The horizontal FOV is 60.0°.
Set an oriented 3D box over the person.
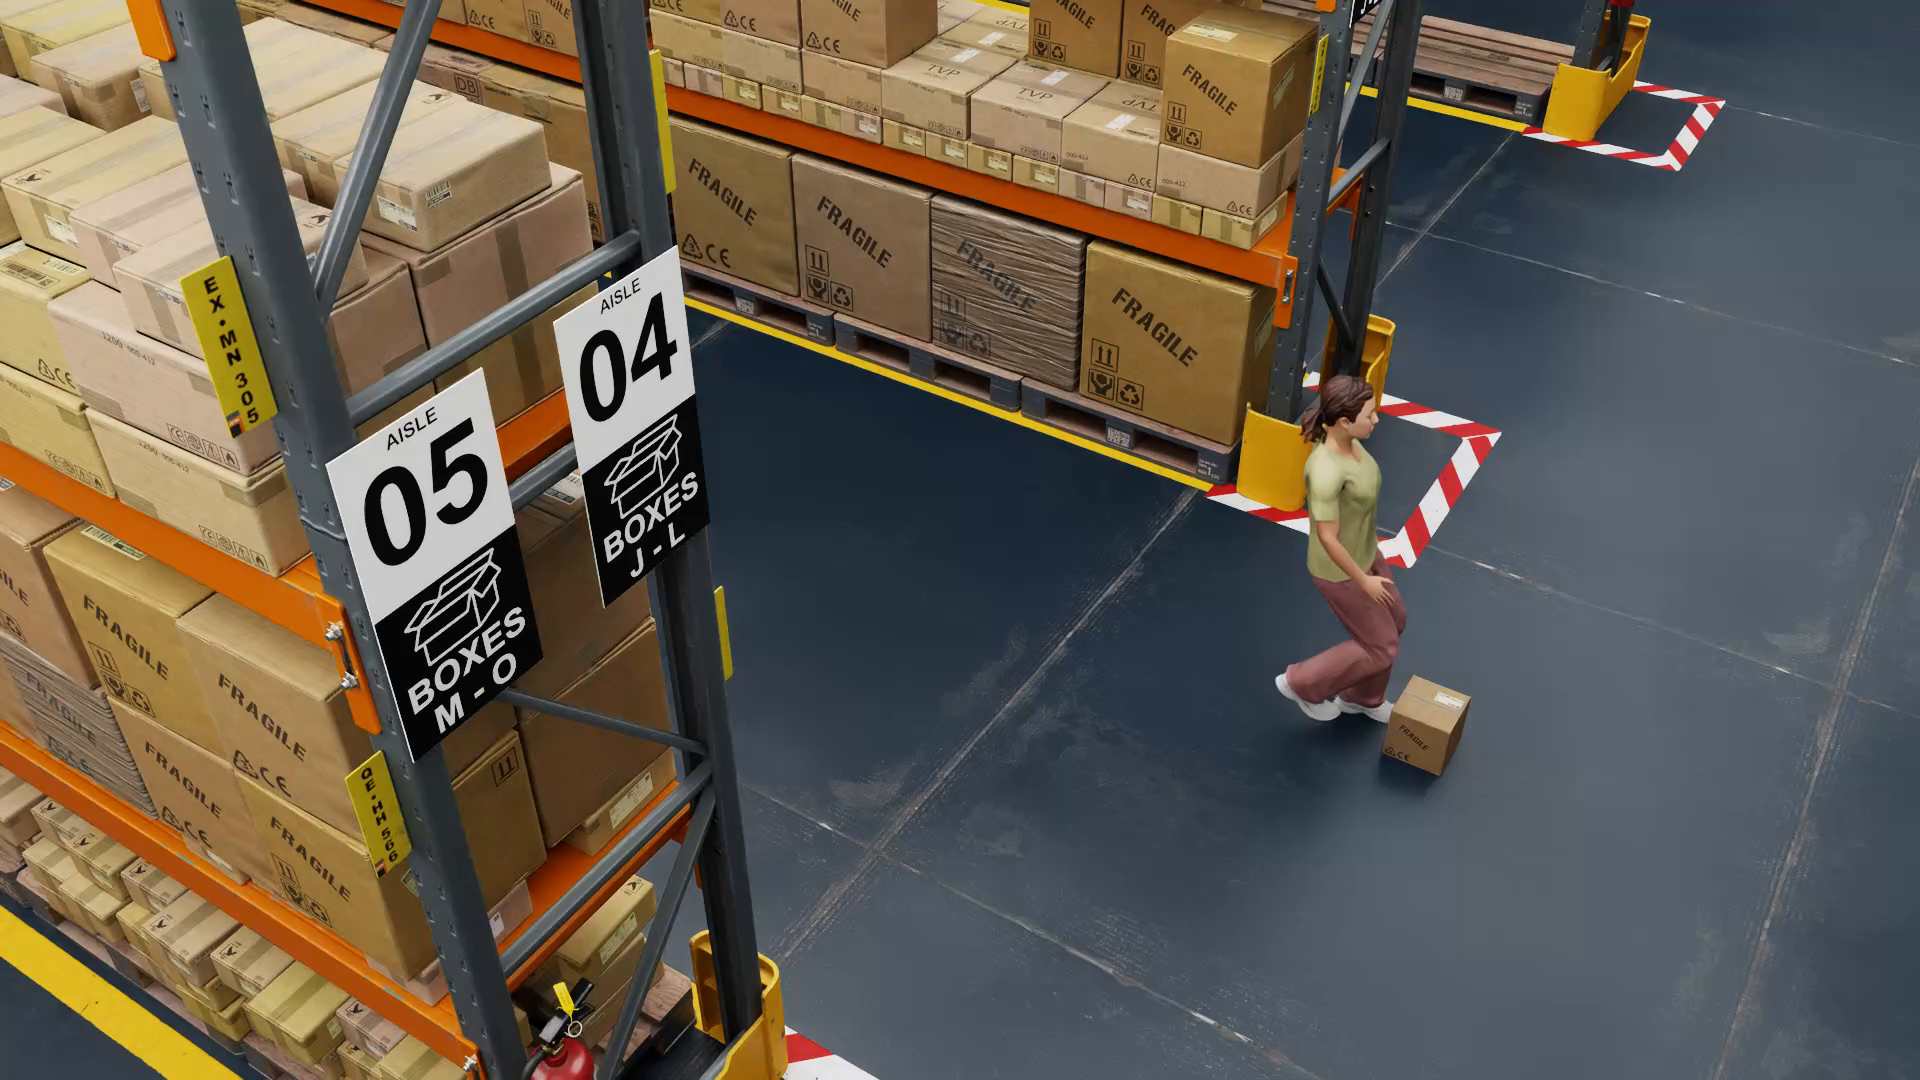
[{"bbox_3d":[1.587,0.092,6.624,0.640,1.622,0.475,15,41,17],"label":"person"}]
